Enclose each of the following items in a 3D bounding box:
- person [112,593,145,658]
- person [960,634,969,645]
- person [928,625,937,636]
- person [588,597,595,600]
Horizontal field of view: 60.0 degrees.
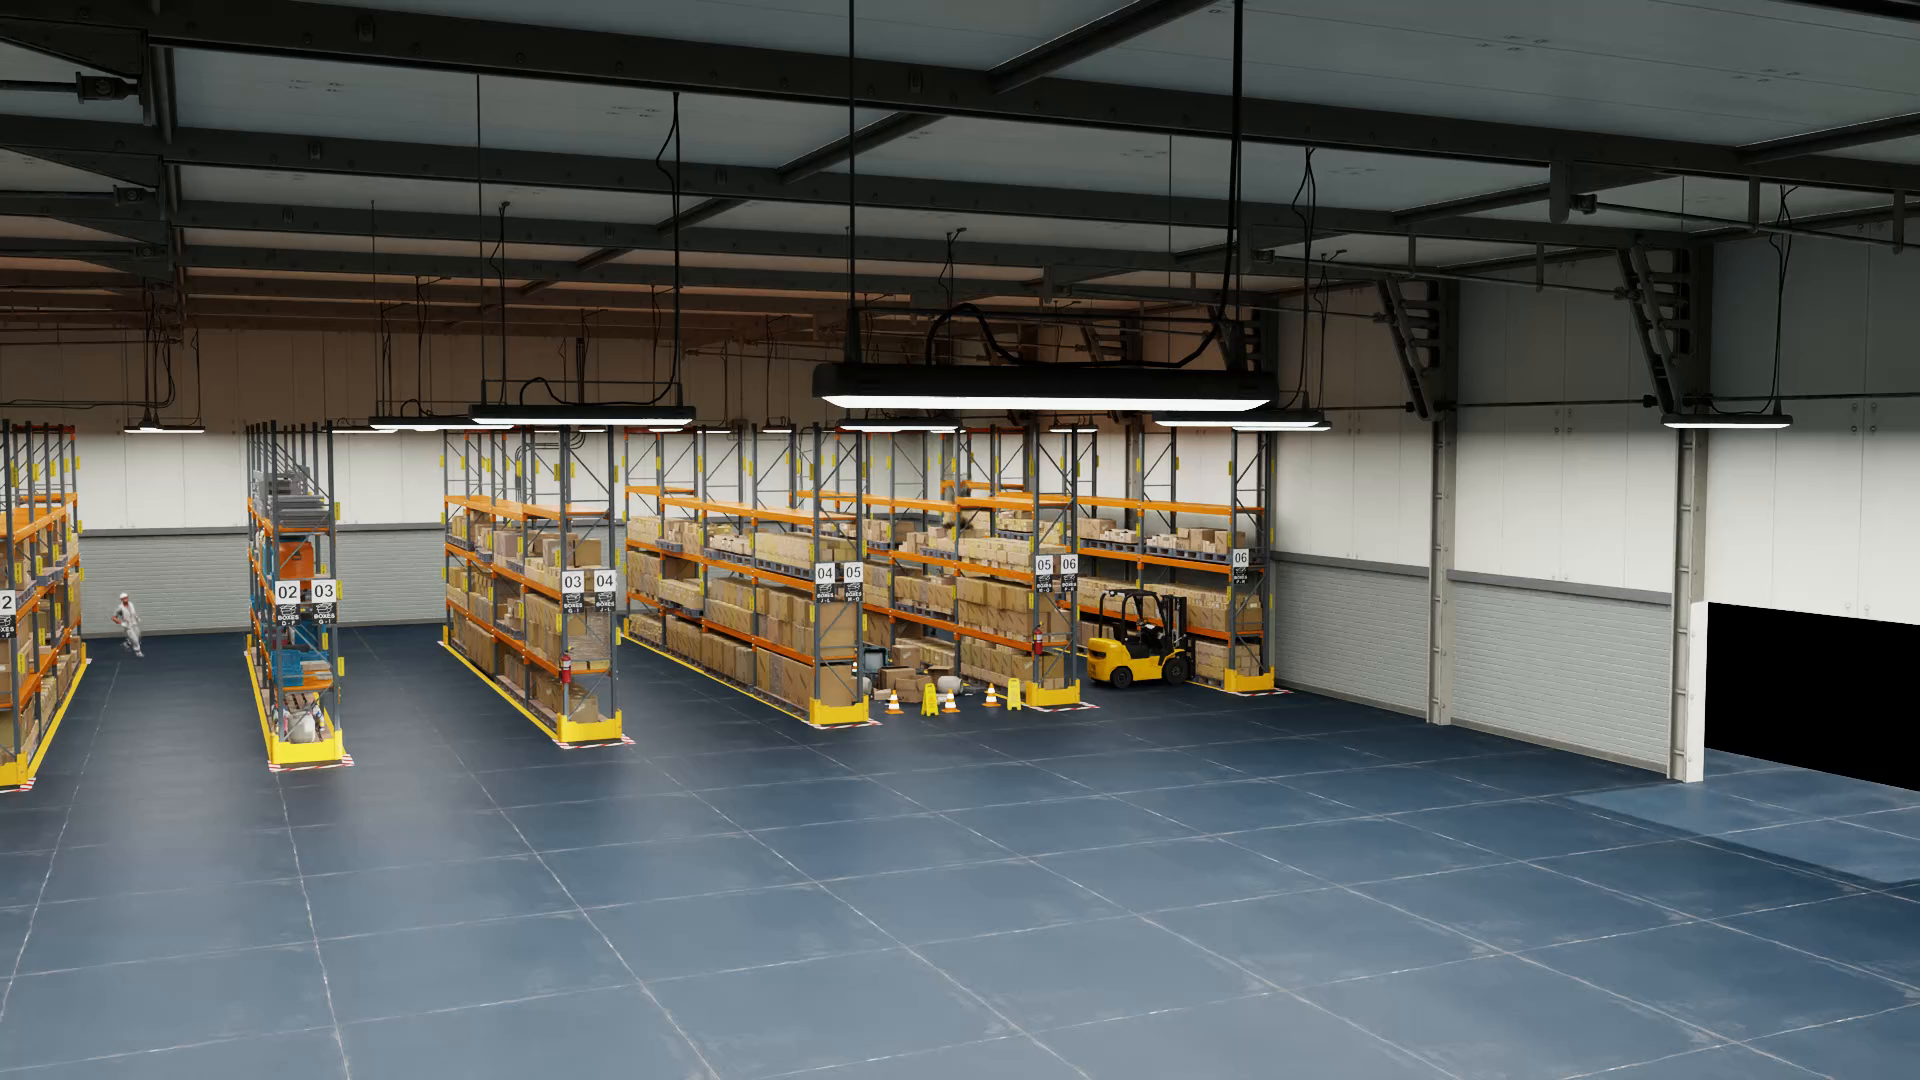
[{"bbox_3d":[-21.482,2.205,42.780,0.716,1.698,0.703,1,4,21],"label":"person"},{"bbox_3d":[0.227,2.150,43.239,0.686,1.833,0.826,-2,4,-26],"label":"person"},{"bbox_3d":[-0.953,1.983,46.521,0.660,1.718,1.062,-2,4,-26],"label":"person"},{"bbox_3d":[-10.527,1.890,47.519,0.736,1.753,0.642,1,4,20],"label":"person"}]
